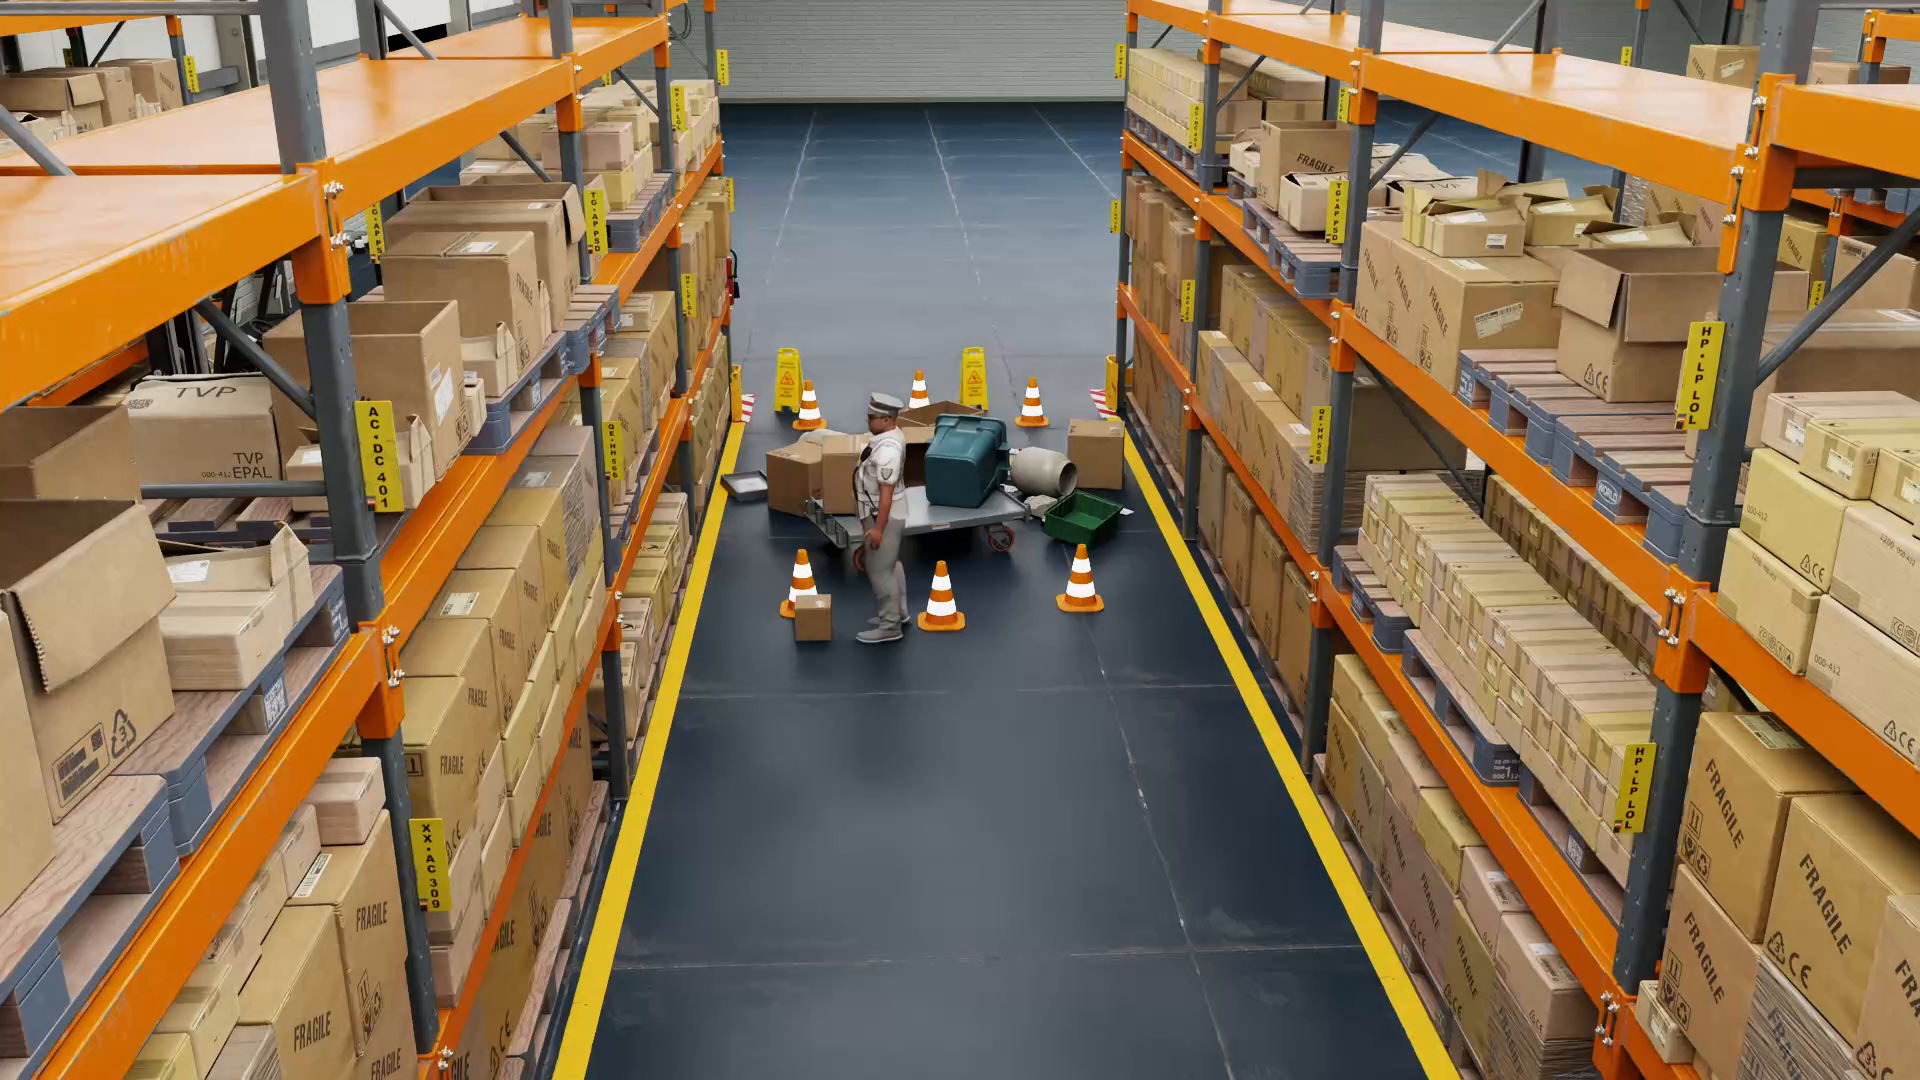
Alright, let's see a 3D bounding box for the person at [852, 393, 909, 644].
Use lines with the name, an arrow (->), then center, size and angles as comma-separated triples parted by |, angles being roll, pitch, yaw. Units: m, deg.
person -> -0.547, -0.145, 11.497 | 0.394, 1.805, 0.542 | -1, 20, -2
